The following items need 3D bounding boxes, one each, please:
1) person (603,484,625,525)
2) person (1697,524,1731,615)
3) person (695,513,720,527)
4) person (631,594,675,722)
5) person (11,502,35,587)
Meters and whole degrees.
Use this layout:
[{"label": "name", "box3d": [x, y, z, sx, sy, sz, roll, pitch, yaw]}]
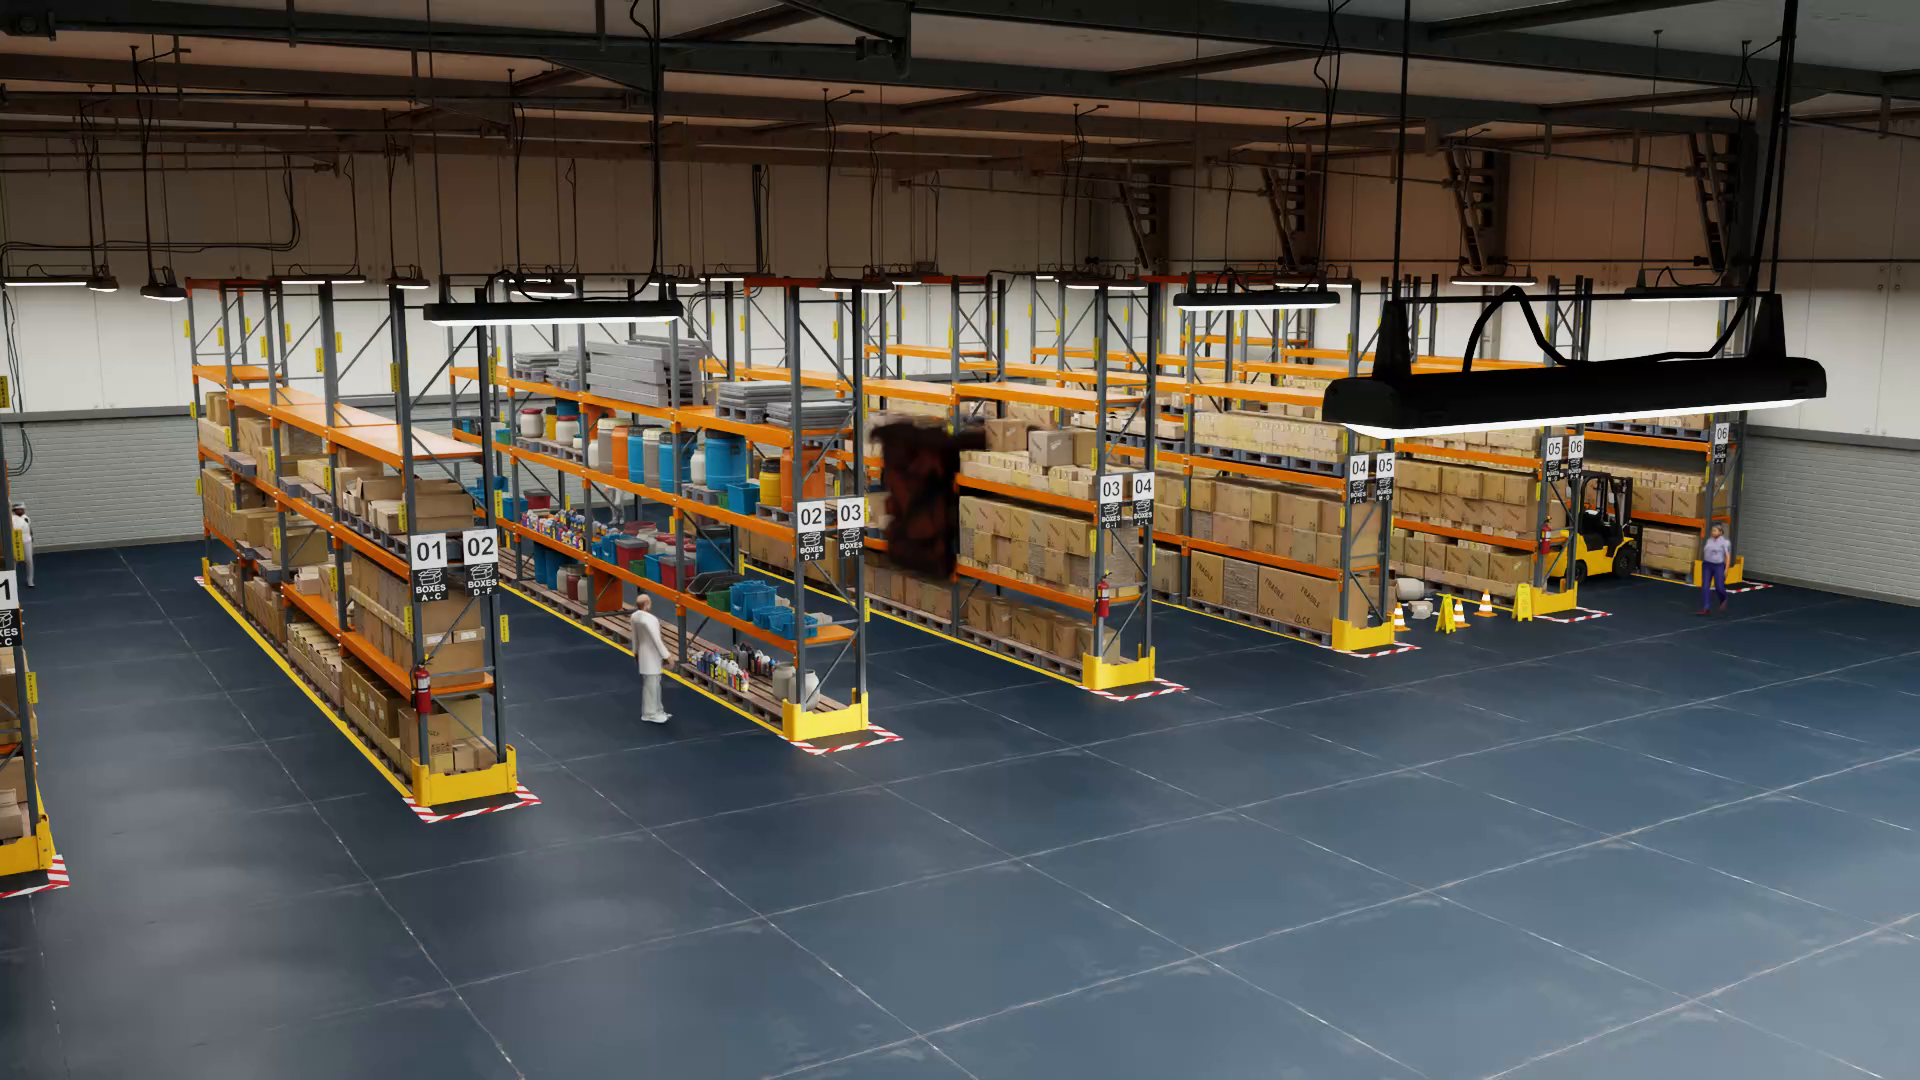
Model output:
[{"label": "person", "box3d": [-8.346, -1.255, 40.101, 0.500, 1.796, 0.473, 3, 10, 16]}, {"label": "person", "box3d": [13.601, 0.528, 29.914, 0.489, 1.624, 0.601, 8, 12, 40]}, {"label": "person", "box3d": [-5.108, -0.206, 33.909, 0.583, 1.736, 1.037, -5, 11, -27]}, {"label": "person", "box3d": [-4.237, 1.641, 22.979, 0.595, 1.824, 0.591, -2, 10, -9]}, {"label": "person", "box3d": [-18.415, 0.063, 32.593, 0.441, 1.652, 0.780, -8, 12, -39]}]
